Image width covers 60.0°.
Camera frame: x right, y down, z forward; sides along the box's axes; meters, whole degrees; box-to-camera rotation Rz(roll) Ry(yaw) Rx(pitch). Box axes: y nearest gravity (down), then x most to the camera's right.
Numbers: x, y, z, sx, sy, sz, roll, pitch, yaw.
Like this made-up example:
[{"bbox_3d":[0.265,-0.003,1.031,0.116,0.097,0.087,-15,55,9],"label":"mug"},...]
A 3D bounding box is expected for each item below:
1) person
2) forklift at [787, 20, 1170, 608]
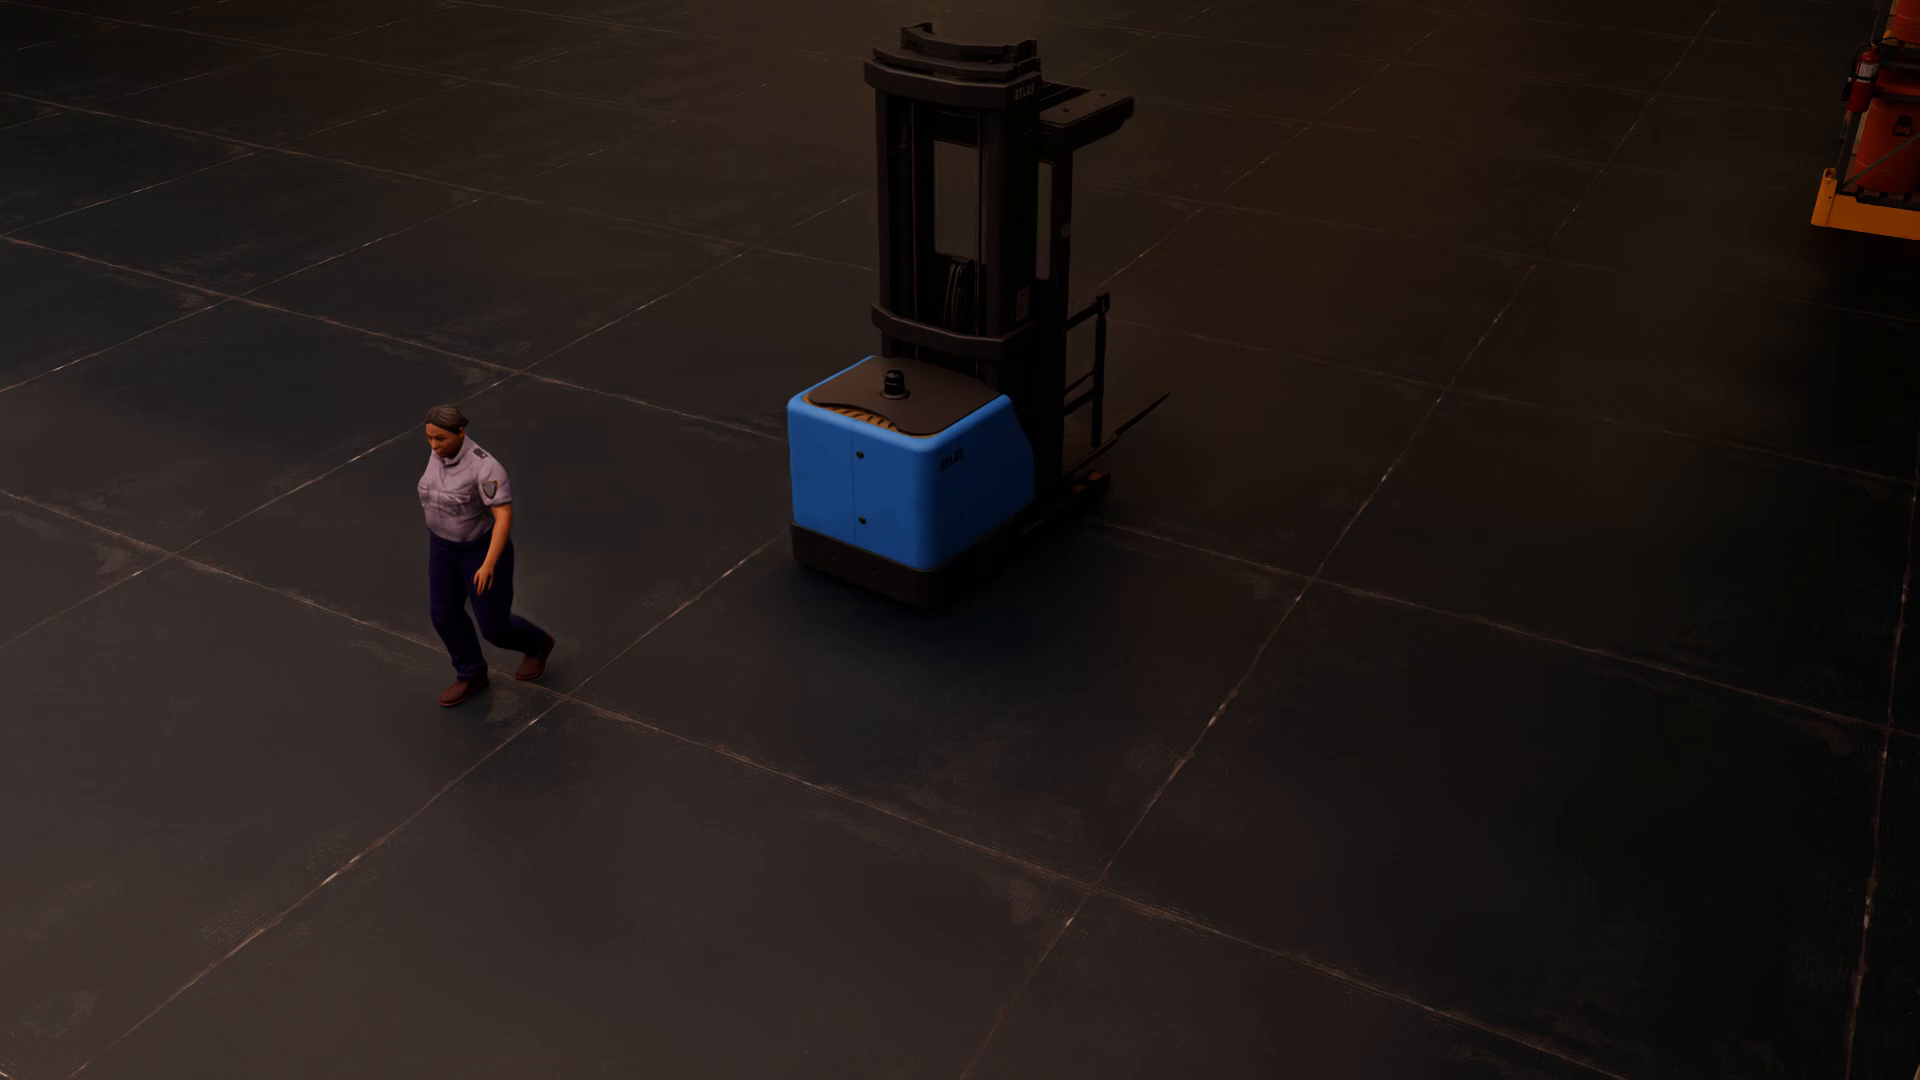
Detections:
[{"bbox_3d":[-2.428,0.058,8.279,0.751,1.632,0.605,16,34,26],"label":"person"},{"bbox_3d":[0.284,-1.577,9.803,1.130,2.935,3.031,20,35,30],"label":"forklift"}]
